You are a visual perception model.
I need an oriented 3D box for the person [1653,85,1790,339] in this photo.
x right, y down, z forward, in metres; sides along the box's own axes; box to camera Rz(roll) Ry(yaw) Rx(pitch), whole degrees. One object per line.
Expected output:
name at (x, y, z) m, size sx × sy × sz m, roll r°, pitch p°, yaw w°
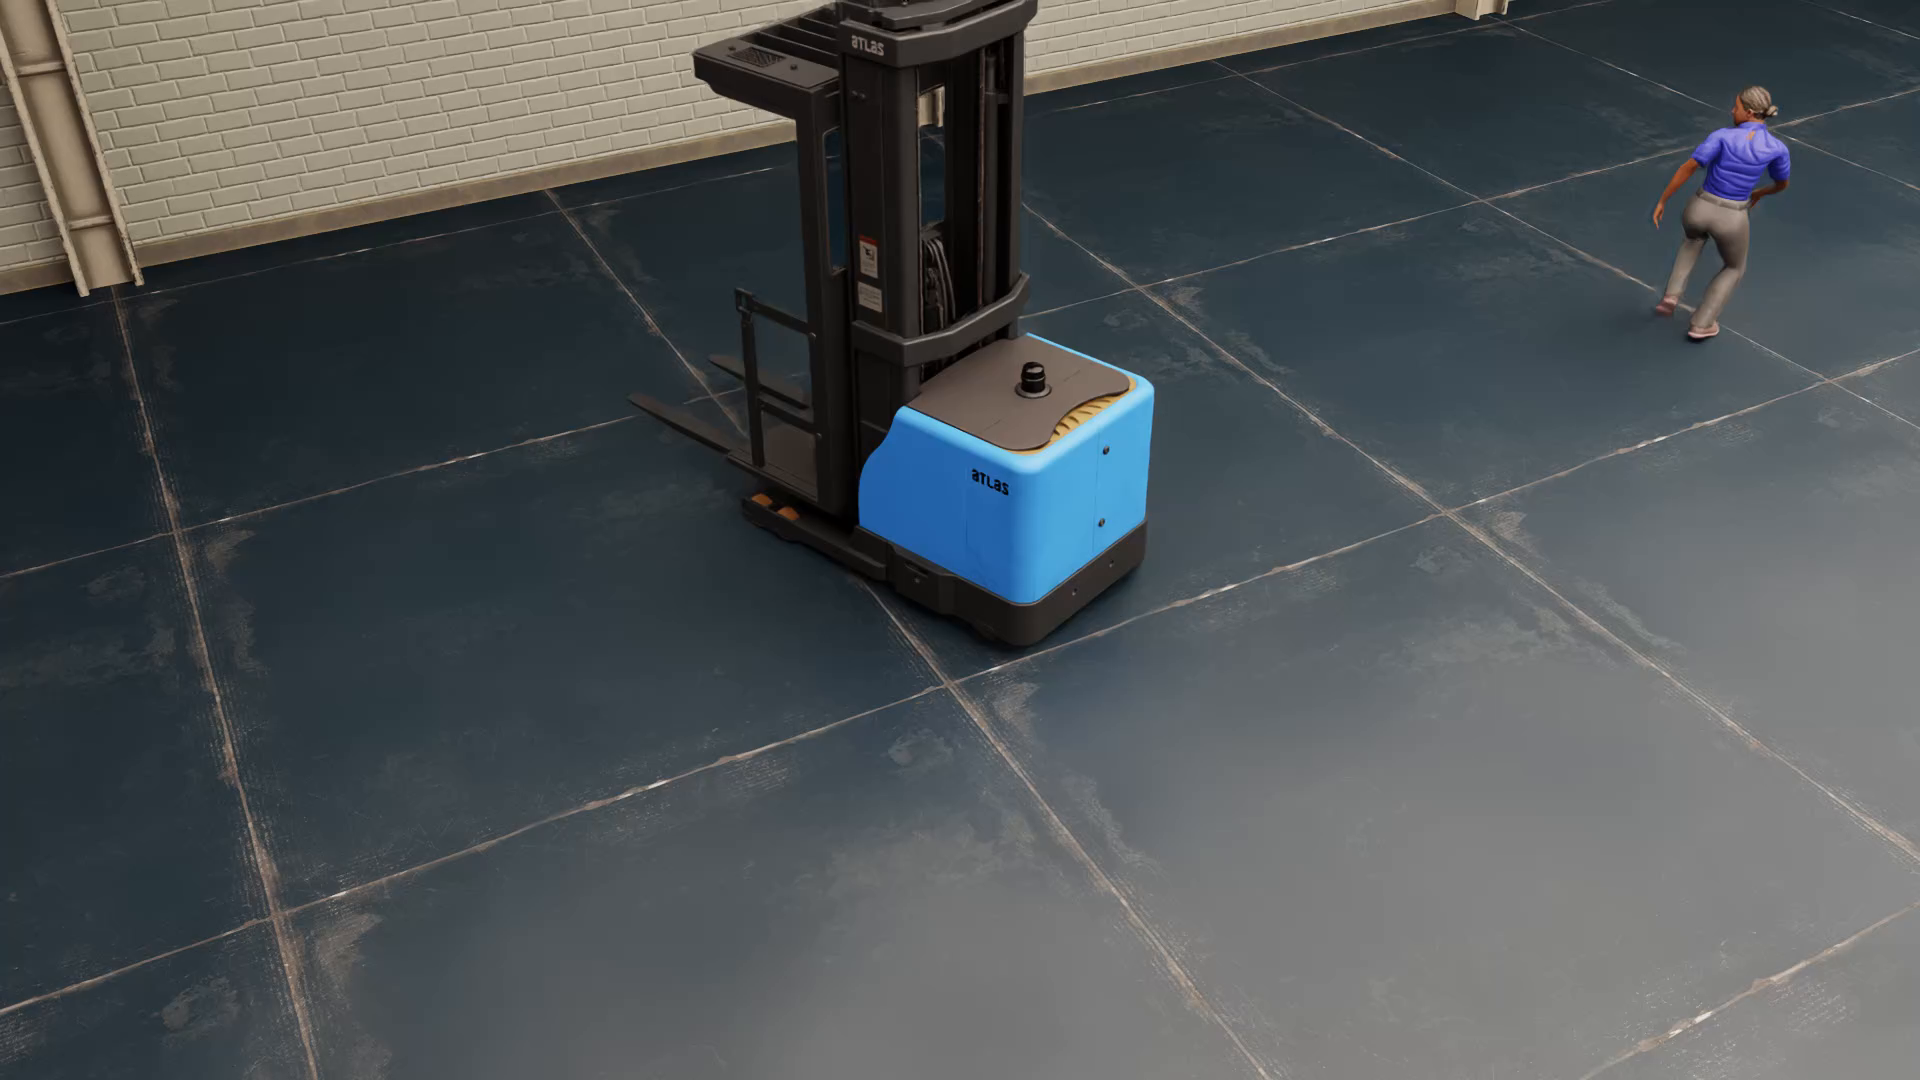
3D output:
person at (4.613, -1.978, 10.119) m, size 0.633 × 1.610 × 0.681 m, roll 21°, pitch 41°, yaw 27°

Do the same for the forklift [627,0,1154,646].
forklift at (-0.516, -1.408, 8.115) m, size 3.031 × 2.935 × 1.130 m, roll 26°, pitch 43°, yaw 32°
